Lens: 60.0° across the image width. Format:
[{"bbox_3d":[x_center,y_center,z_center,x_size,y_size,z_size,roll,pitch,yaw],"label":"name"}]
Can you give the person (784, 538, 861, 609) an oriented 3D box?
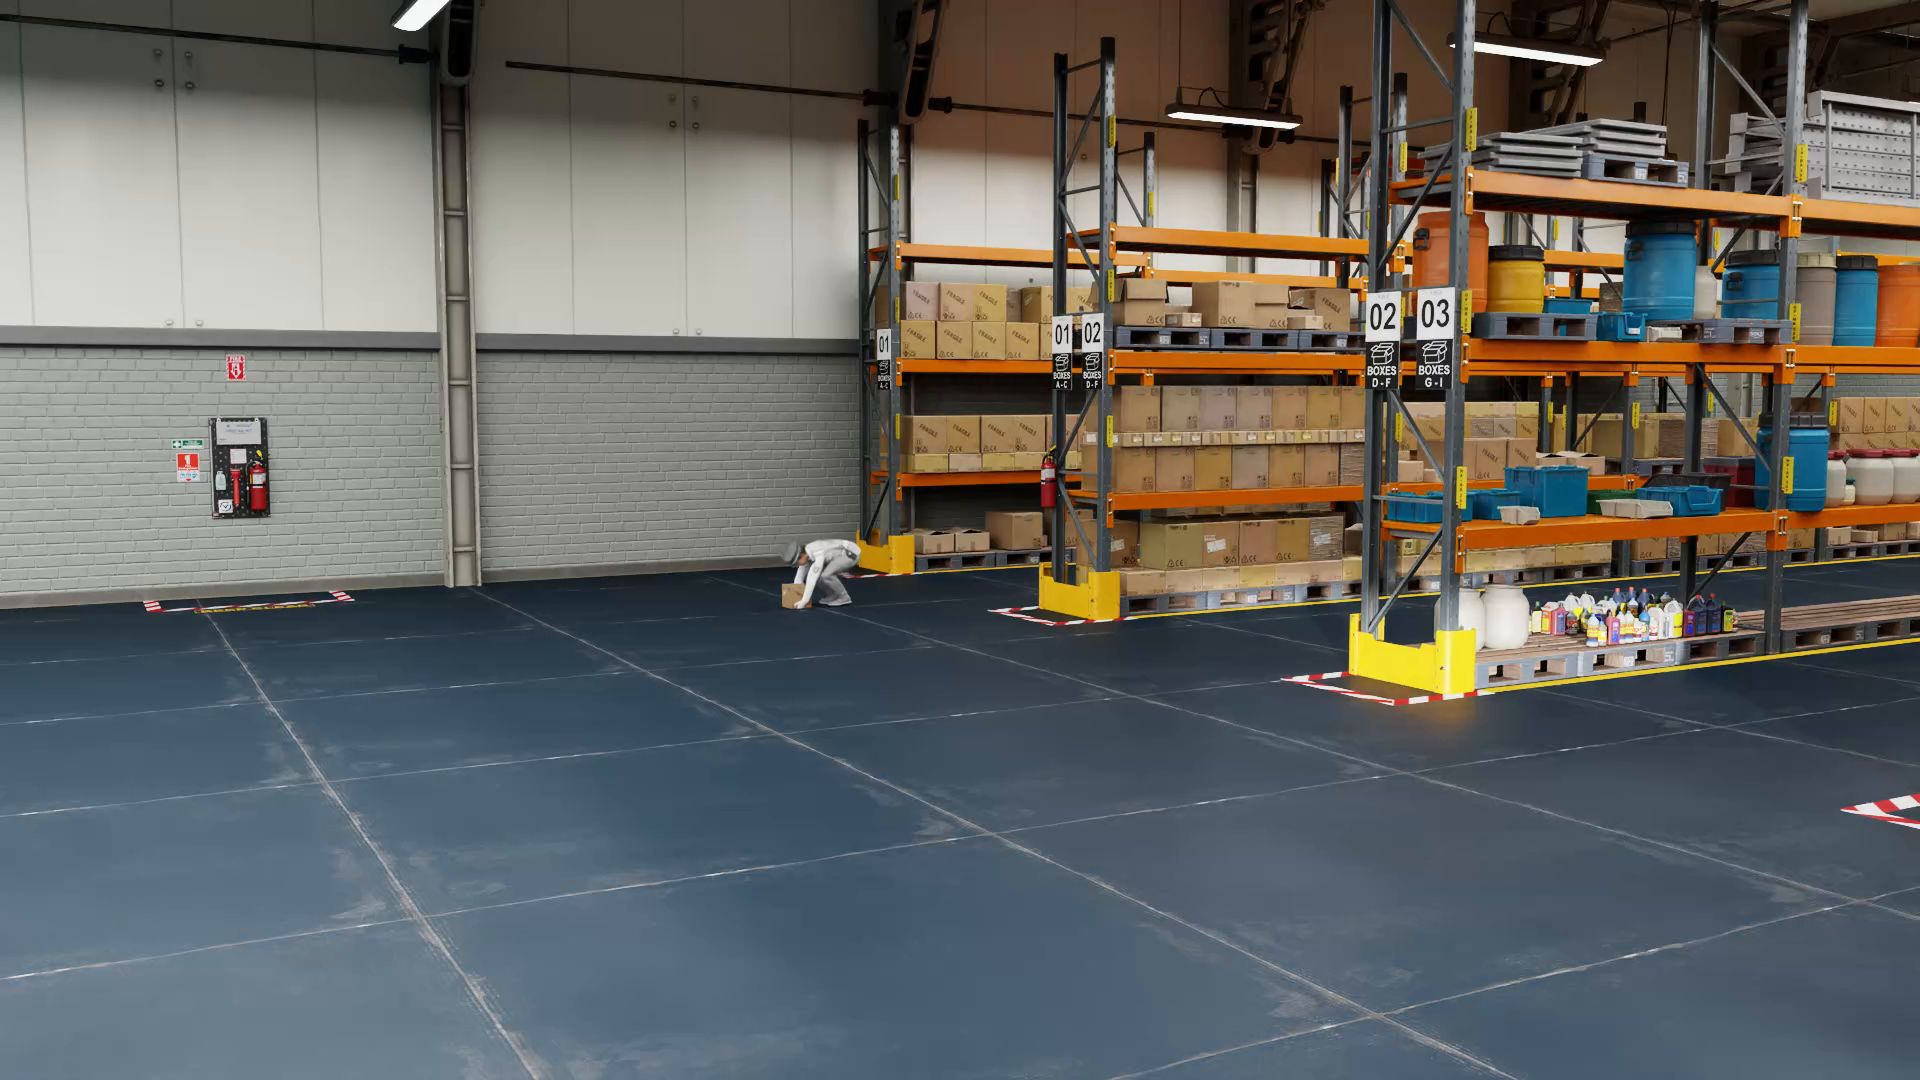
[{"bbox_3d":[-1.546,0.371,18.603,0.914,0.760,0.459,-3,6,-30],"label":"person"}]
